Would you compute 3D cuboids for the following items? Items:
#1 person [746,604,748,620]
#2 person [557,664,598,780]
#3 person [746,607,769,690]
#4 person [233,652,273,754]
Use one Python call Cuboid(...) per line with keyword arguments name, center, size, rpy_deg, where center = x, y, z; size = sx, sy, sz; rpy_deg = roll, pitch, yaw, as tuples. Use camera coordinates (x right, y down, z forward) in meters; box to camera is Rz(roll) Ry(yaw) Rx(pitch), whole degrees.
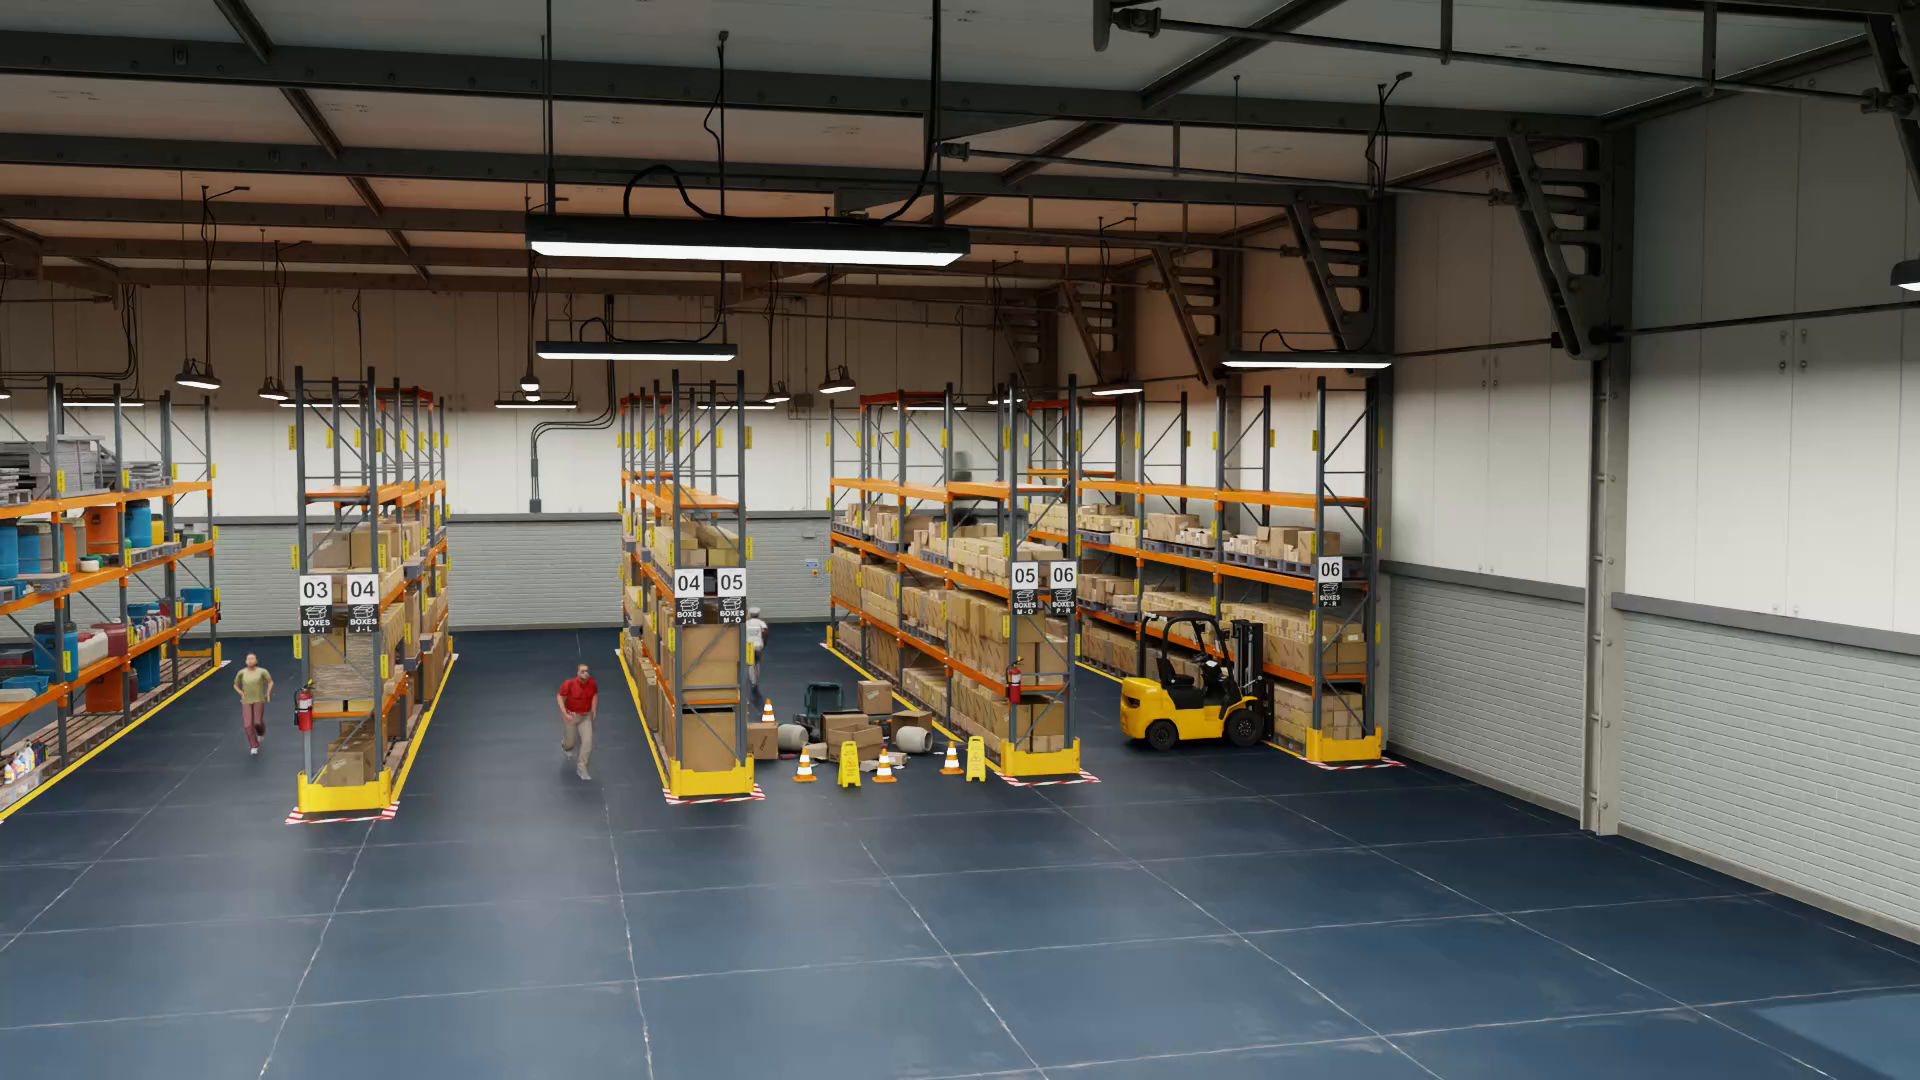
Cuboid(name="person", center=(-5.173, 1.925, 37.783), size=(0.695, 1.691, 0.813), rpy_deg=(-1, 3, -11))
Cuboid(name="person", center=(-5.741, 2.693, 24.953), size=(0.666, 1.719, 0.949), rpy_deg=(-2, 4, -32))
Cuboid(name="person", center=(-4.105, 2.207, 33.132), size=(0.579, 1.696, 1.017), rpy_deg=(-1, 3, -10))
Cuboid(name="person", center=(-11.319, 2.607, 26.617), size=(0.580, 1.629, 0.497), rpy_deg=(-1, 4, -16))
